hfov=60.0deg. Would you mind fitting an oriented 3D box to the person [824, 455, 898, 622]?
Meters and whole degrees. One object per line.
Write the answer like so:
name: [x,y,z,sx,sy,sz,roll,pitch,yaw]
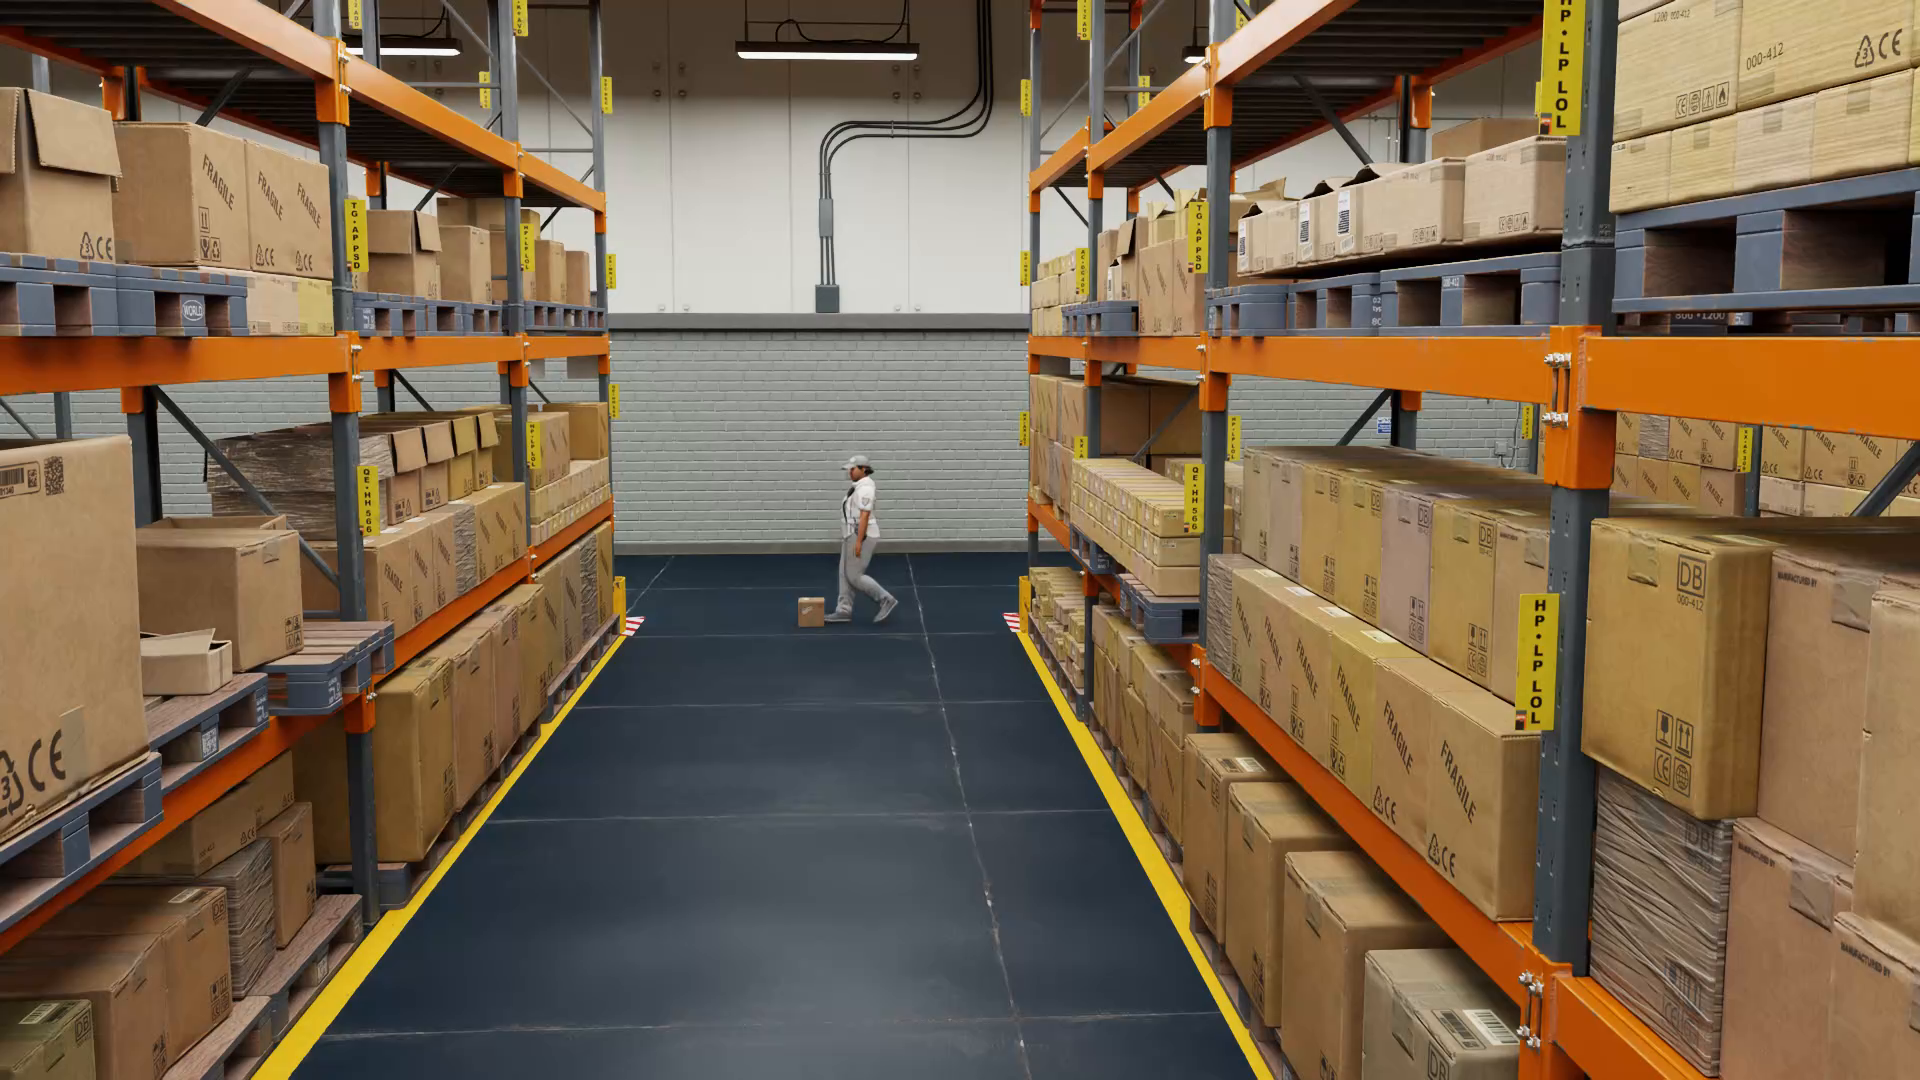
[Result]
person: [-0.990,-0.007,16.201,0.739,1.644,0.503,-1,7,-11]
